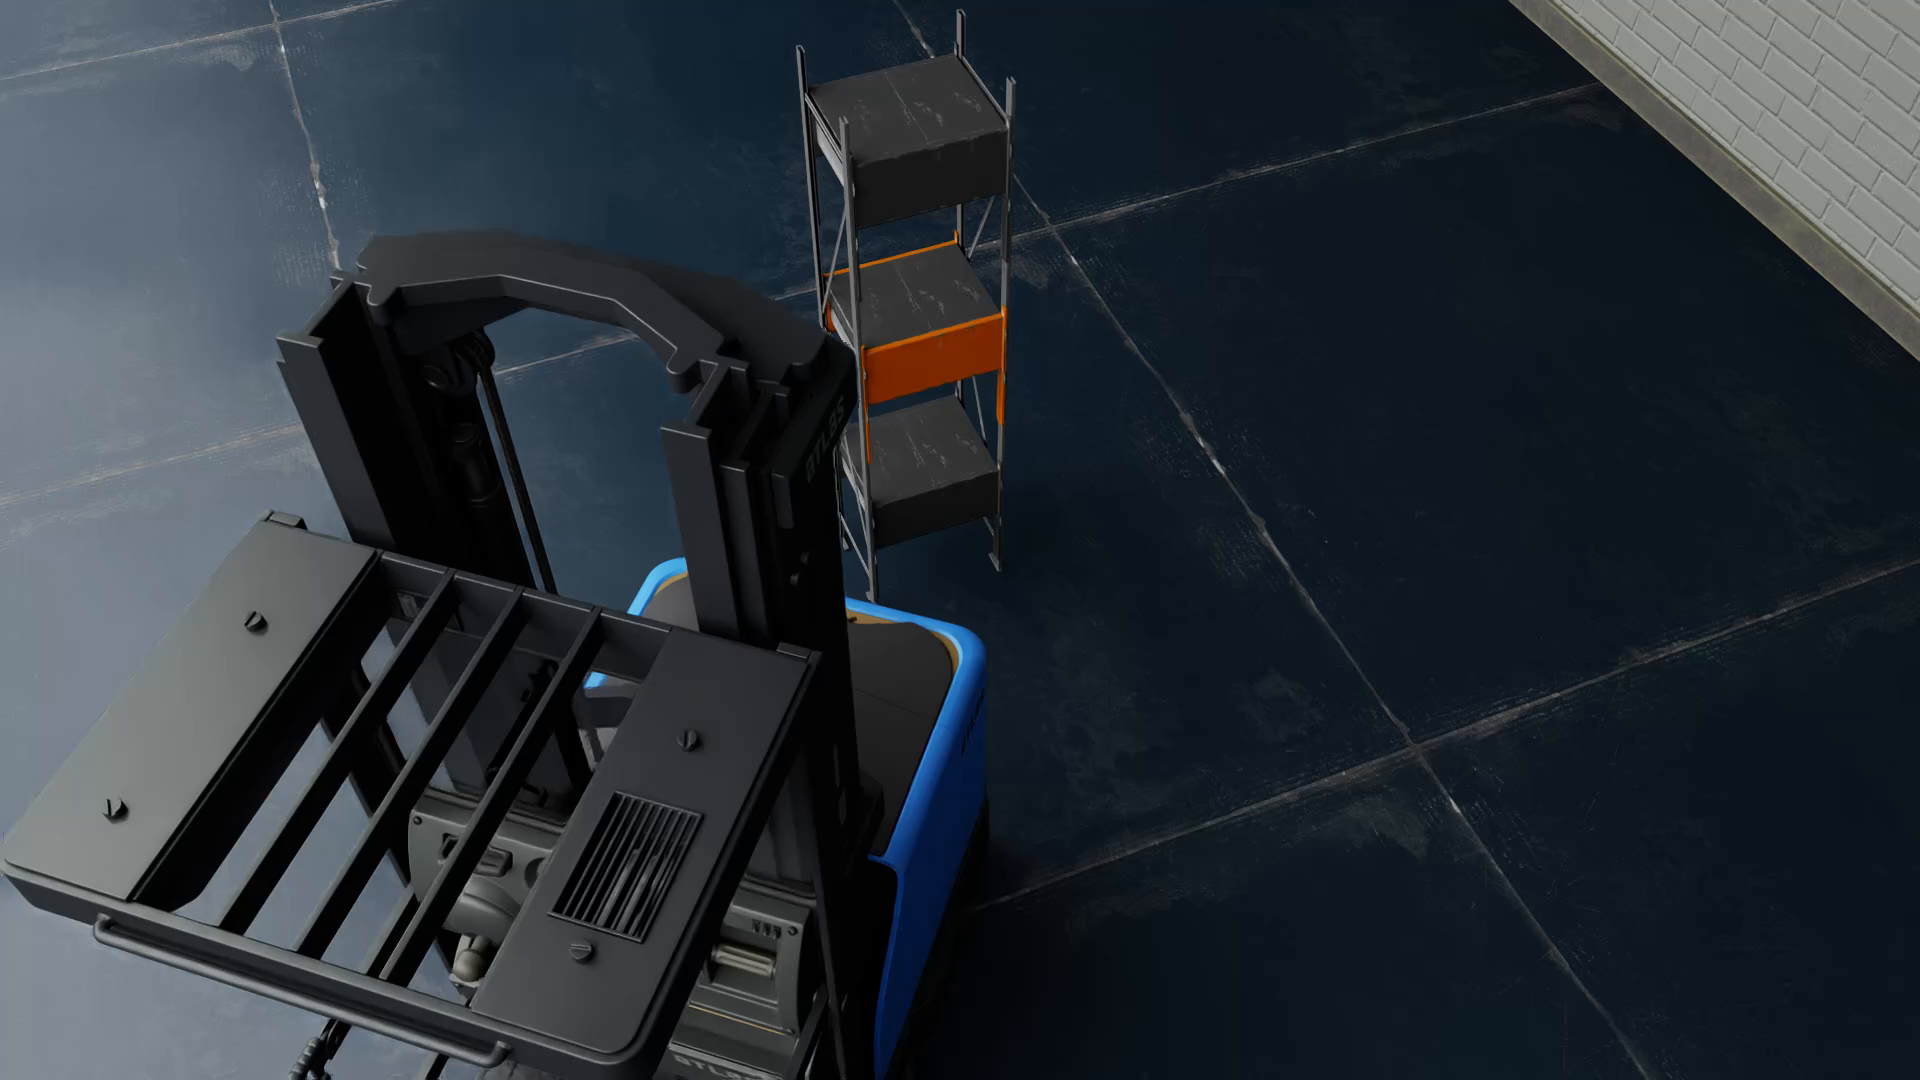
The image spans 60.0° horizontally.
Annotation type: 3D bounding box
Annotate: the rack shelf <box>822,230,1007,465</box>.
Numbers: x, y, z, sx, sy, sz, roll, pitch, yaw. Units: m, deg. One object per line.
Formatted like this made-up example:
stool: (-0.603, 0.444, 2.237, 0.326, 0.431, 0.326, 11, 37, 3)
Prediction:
rack shelf: (-0.153, -0.628, 5.423, 0.480, 0.518, 0.431, -17, 52, -14)

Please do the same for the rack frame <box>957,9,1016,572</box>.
rack frame: (0.073, -0.707, 5.473, 0.015, 2.100, 0.400, -17, 52, -14)

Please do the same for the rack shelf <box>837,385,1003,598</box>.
rack shelf: (-0.153, -0.172, 5.954, 0.480, 0.518, 0.431, -17, 52, -14)

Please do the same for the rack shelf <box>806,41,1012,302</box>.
rack shelf: (-0.153, -1.084, 4.892, 0.480, 0.518, 0.431, -17, 52, -14)

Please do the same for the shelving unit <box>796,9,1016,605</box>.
shelving unit: (-0.153, -0.637, 5.413, 0.503, 2.100, 0.431, -17, 52, -14)

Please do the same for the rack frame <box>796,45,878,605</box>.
rack frame: (-0.379, -0.567, 5.353, 0.015, 2.100, 0.400, -17, 52, -14)

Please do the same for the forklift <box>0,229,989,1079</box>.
forklift: (-0.840, 0.956, 3.497, 1.130, 2.935, 3.031, 14, 51, 11)
